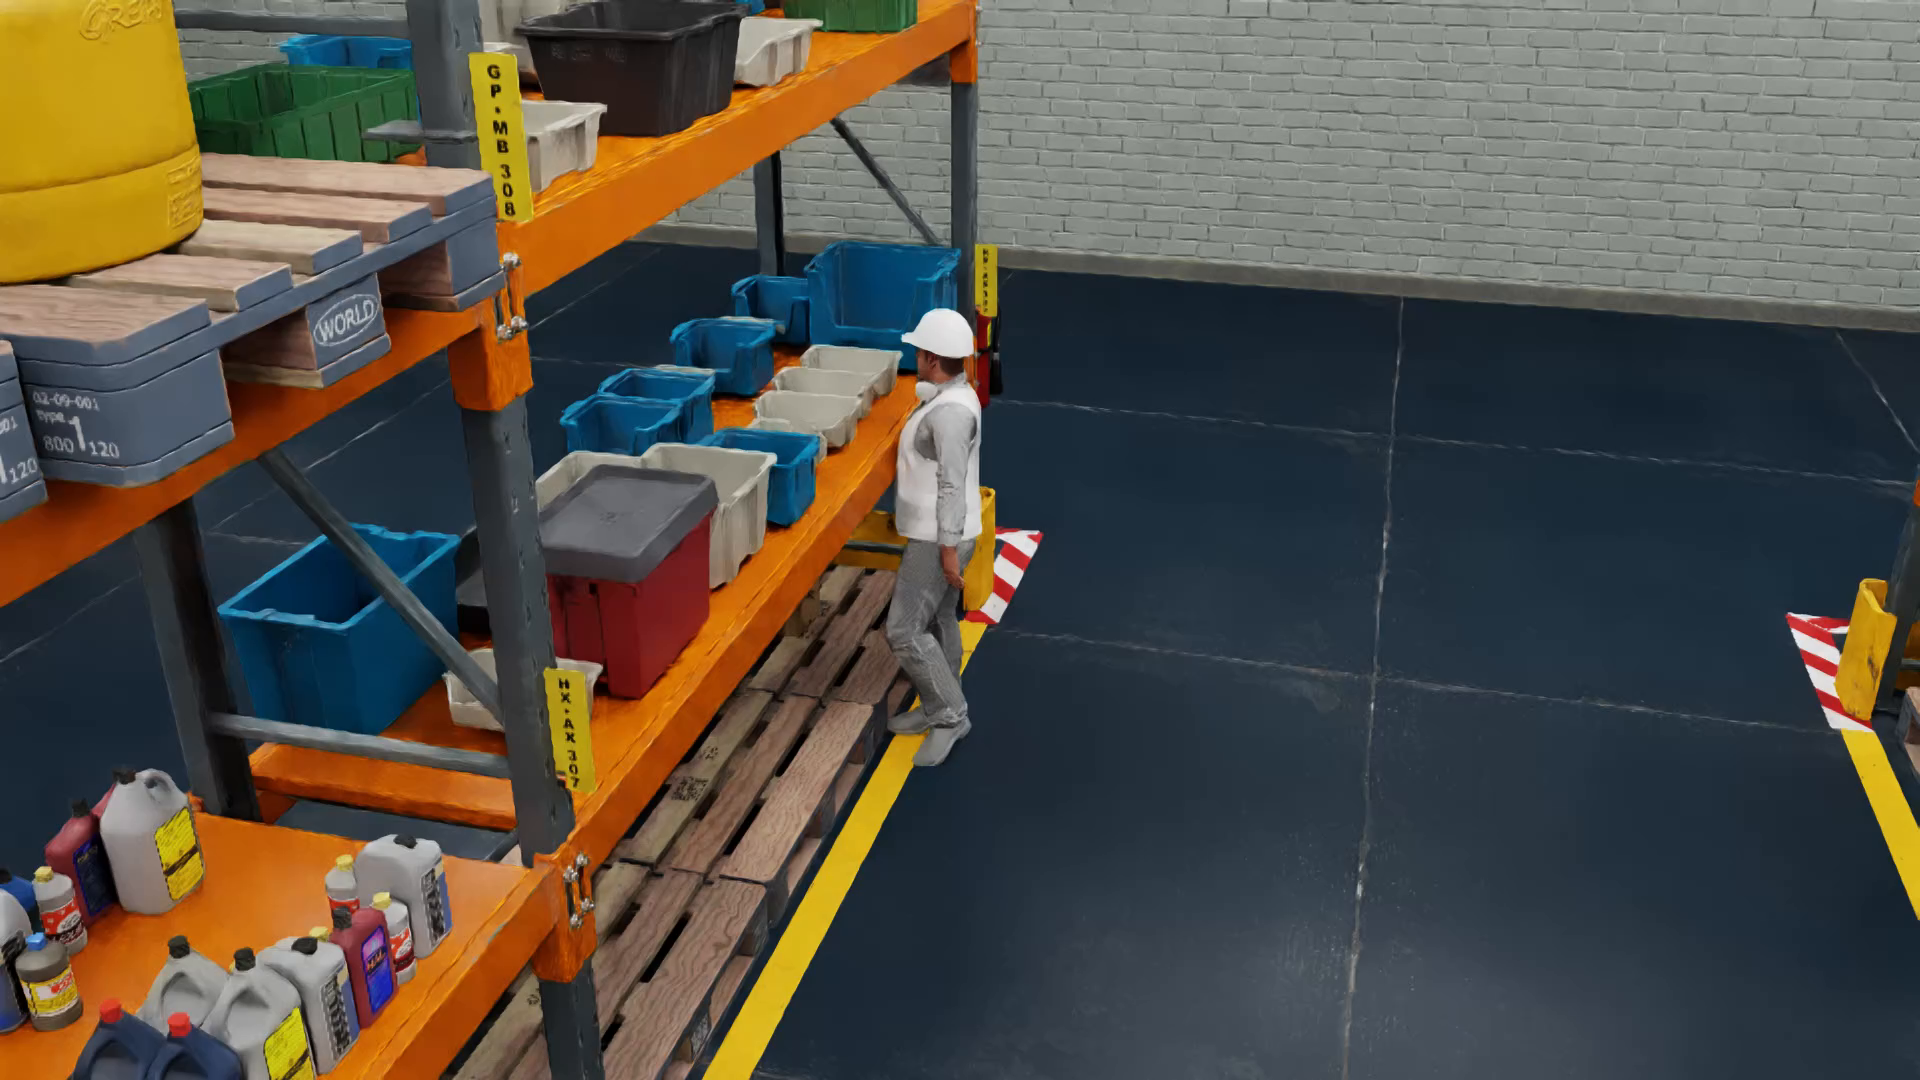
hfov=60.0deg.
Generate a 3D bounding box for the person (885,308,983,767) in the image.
[{"bbox_3d":[-0.108,-0.013,6.636,0.397,1.811,0.662,0,25,0],"label":"person"}]
